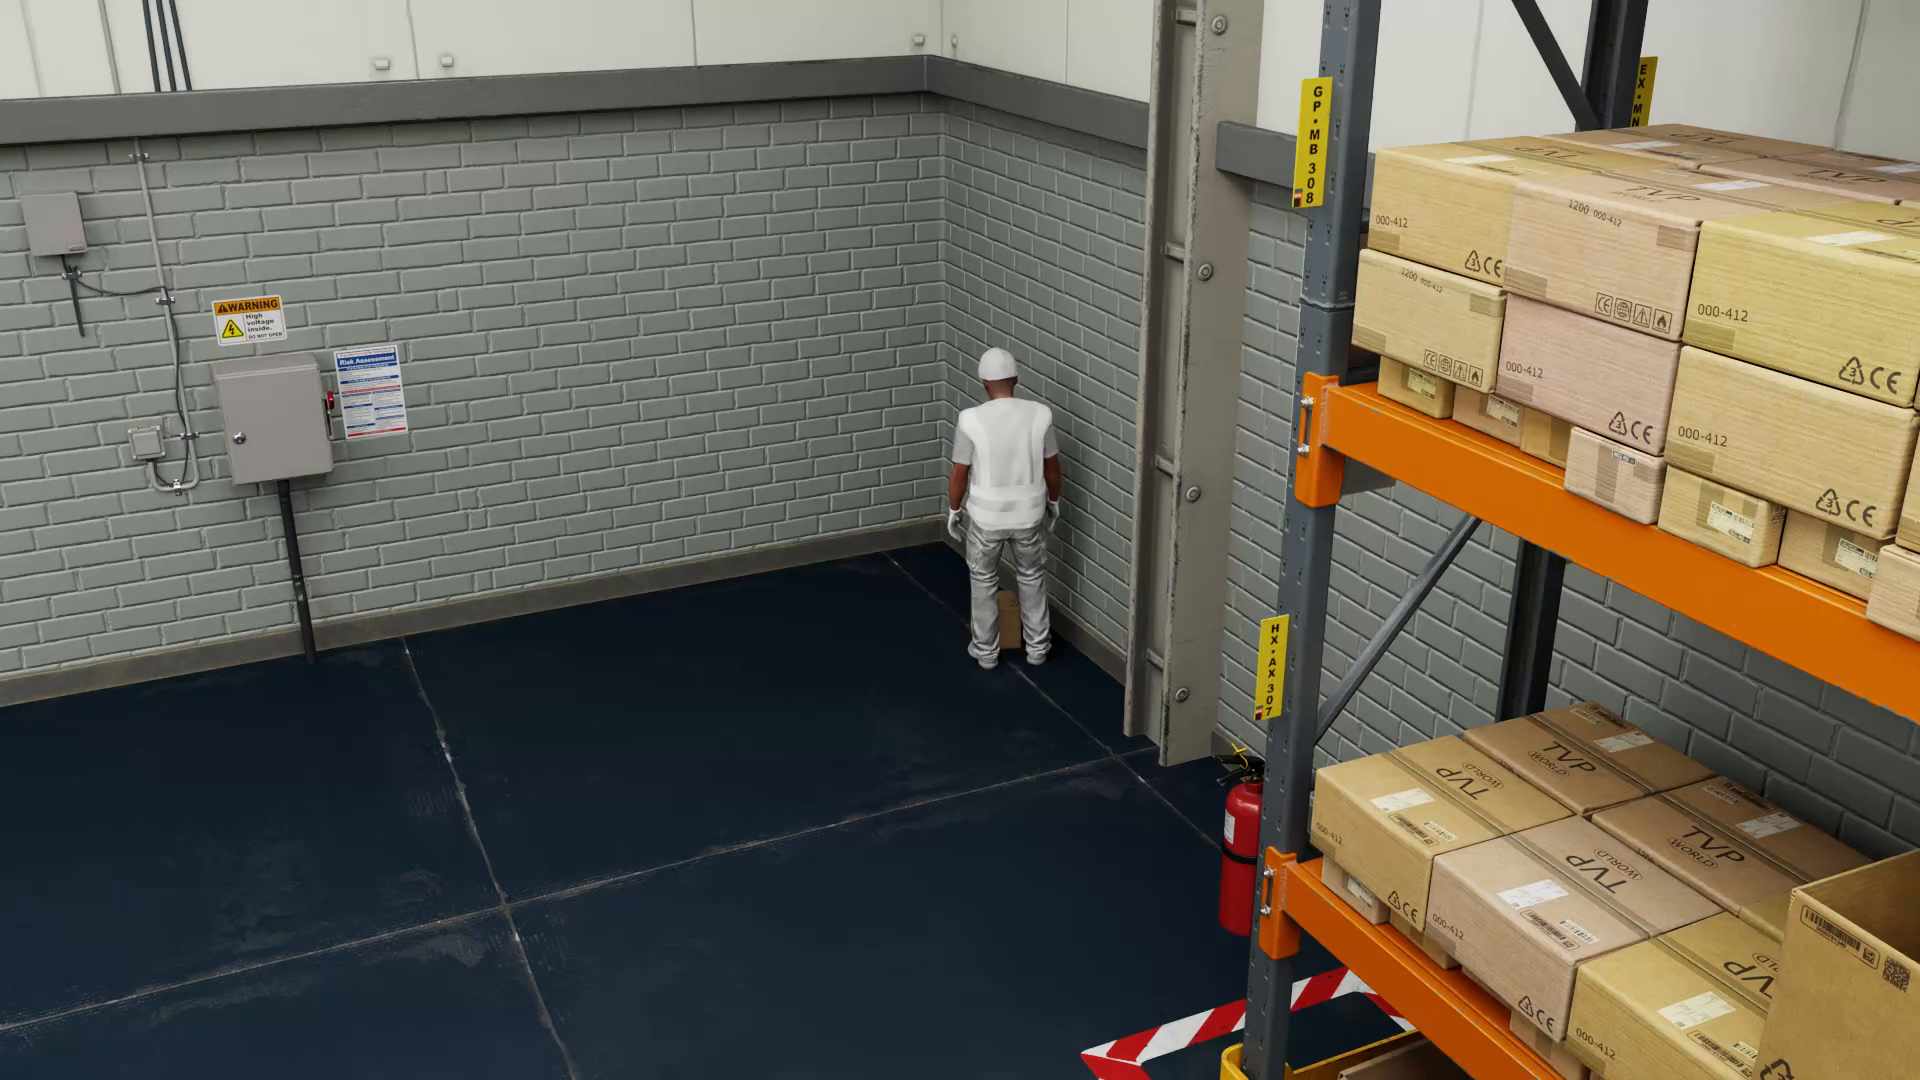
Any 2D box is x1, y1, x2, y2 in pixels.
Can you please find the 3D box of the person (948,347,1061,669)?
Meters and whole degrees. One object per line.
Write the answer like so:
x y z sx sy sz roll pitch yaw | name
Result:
0.240 -0.158 8.968 0.623 1.773 0.451 -4 22 -9 | person
